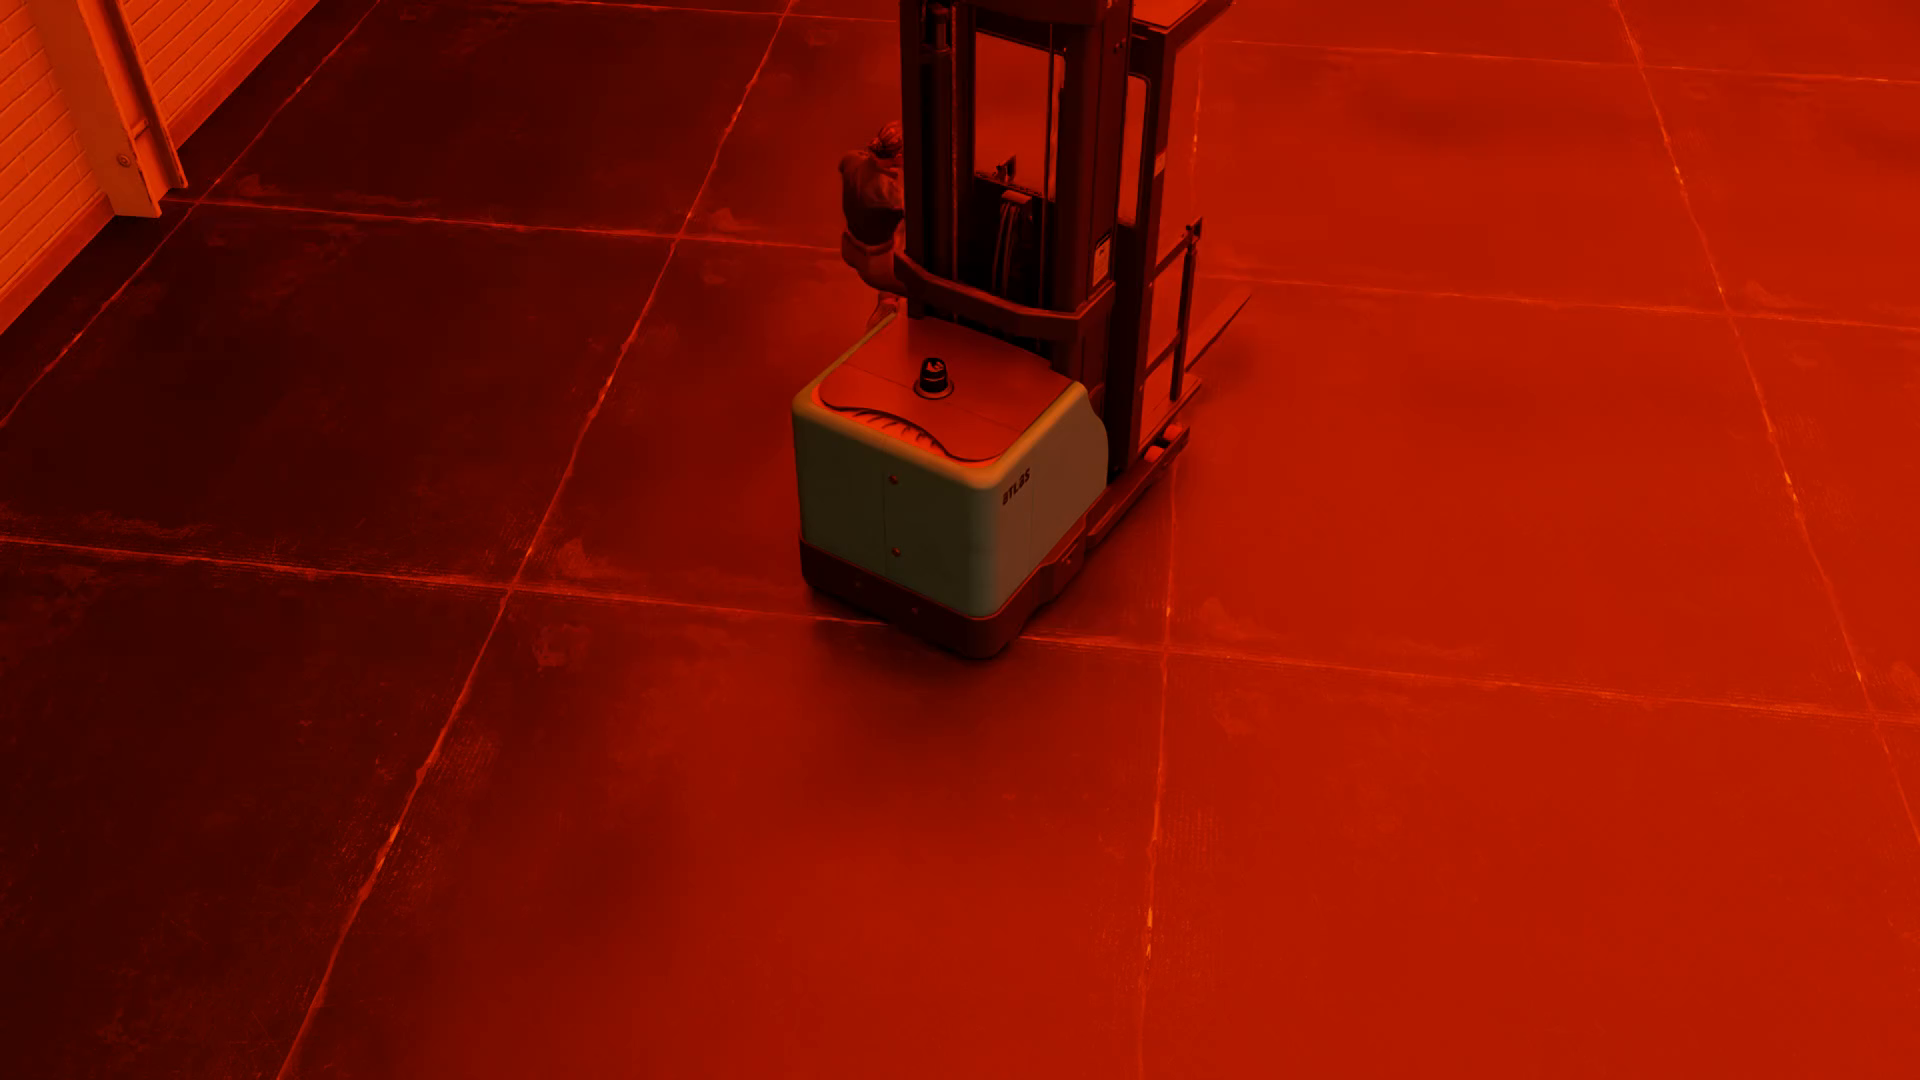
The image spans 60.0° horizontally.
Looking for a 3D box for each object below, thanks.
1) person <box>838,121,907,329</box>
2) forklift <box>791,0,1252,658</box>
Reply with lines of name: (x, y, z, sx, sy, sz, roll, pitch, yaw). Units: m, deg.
person: (-0.228, -1.571, 8.542, 0.735, 1.413, 0.863, -27, 49, -26)
forklift: (0.491, -1.538, 7.399, 1.130, 2.935, 3.031, 23, 47, 23)
